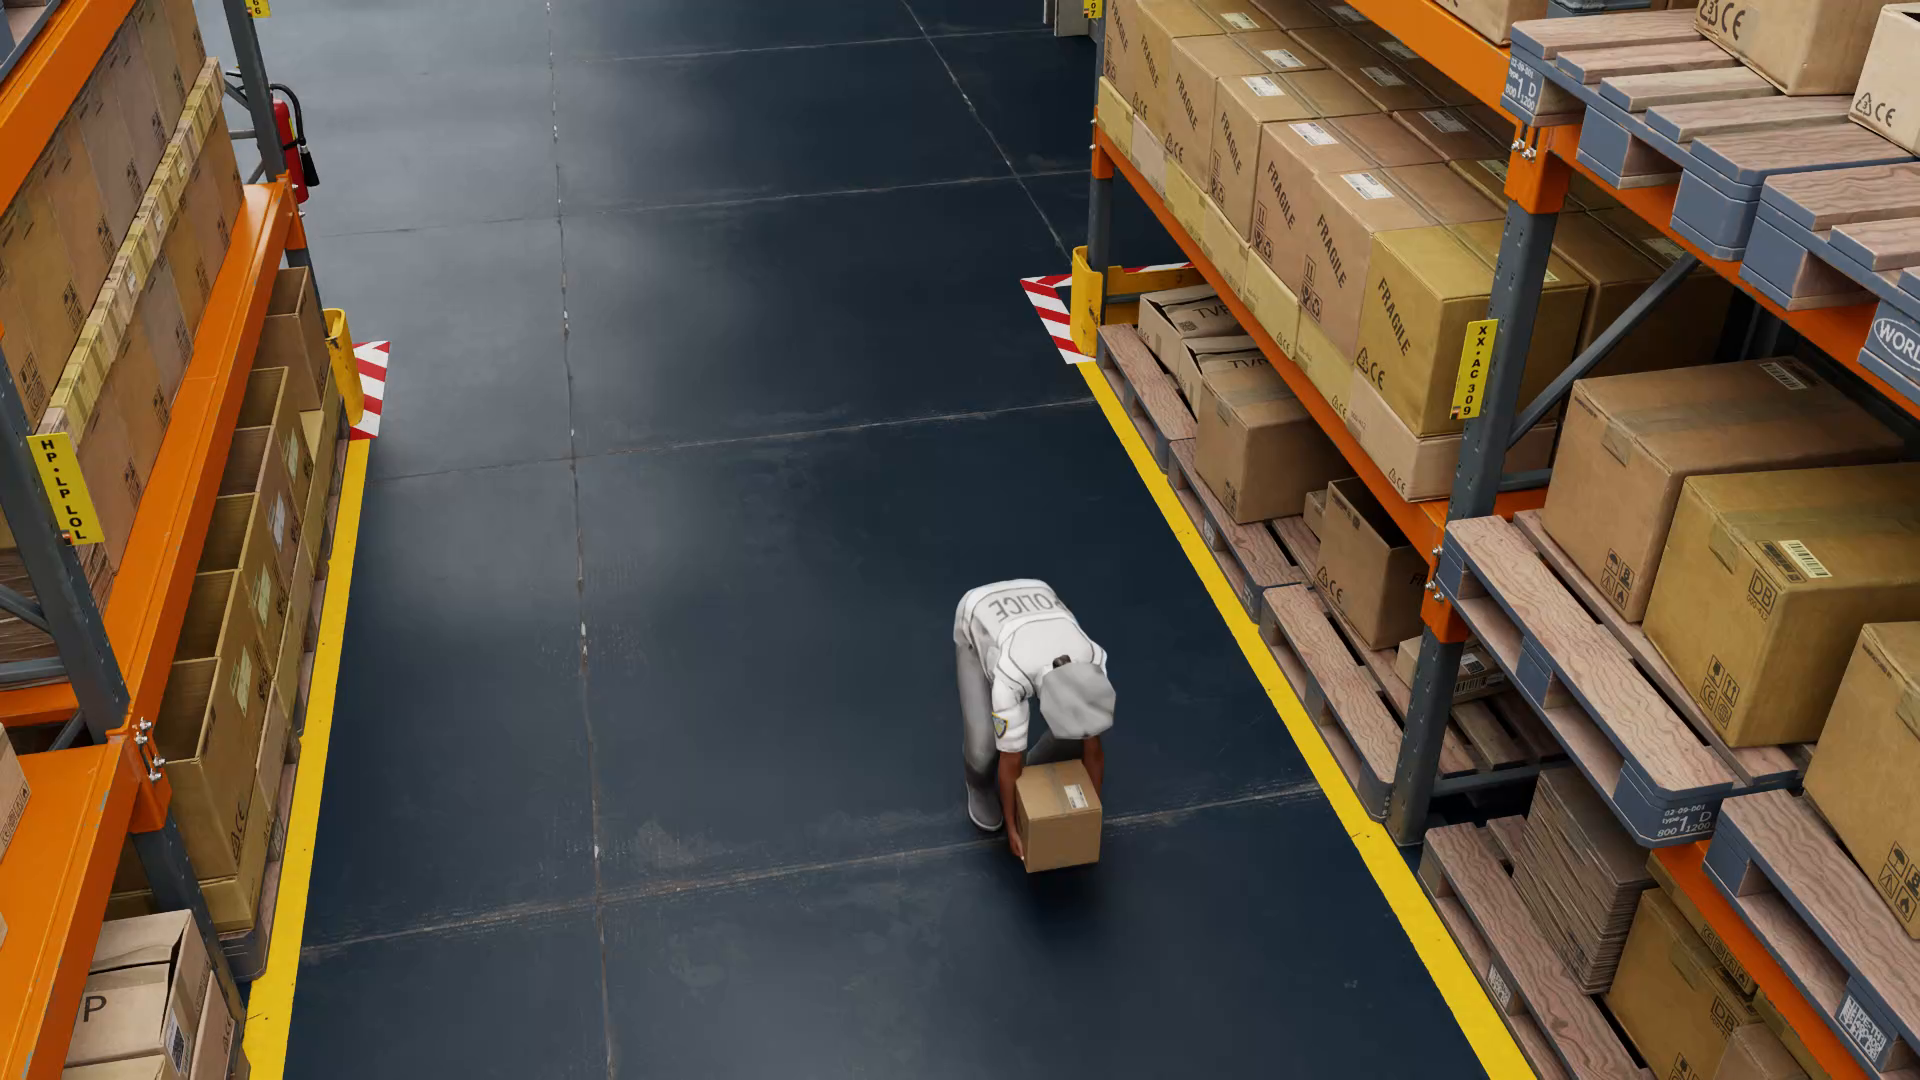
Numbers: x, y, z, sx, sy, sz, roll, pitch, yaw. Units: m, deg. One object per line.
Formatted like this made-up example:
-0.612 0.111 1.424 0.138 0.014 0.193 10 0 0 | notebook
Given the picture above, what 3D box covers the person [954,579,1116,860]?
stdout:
0.258 0.650 5.763 0.464 1.029 0.933 -9 36 -13 | person
